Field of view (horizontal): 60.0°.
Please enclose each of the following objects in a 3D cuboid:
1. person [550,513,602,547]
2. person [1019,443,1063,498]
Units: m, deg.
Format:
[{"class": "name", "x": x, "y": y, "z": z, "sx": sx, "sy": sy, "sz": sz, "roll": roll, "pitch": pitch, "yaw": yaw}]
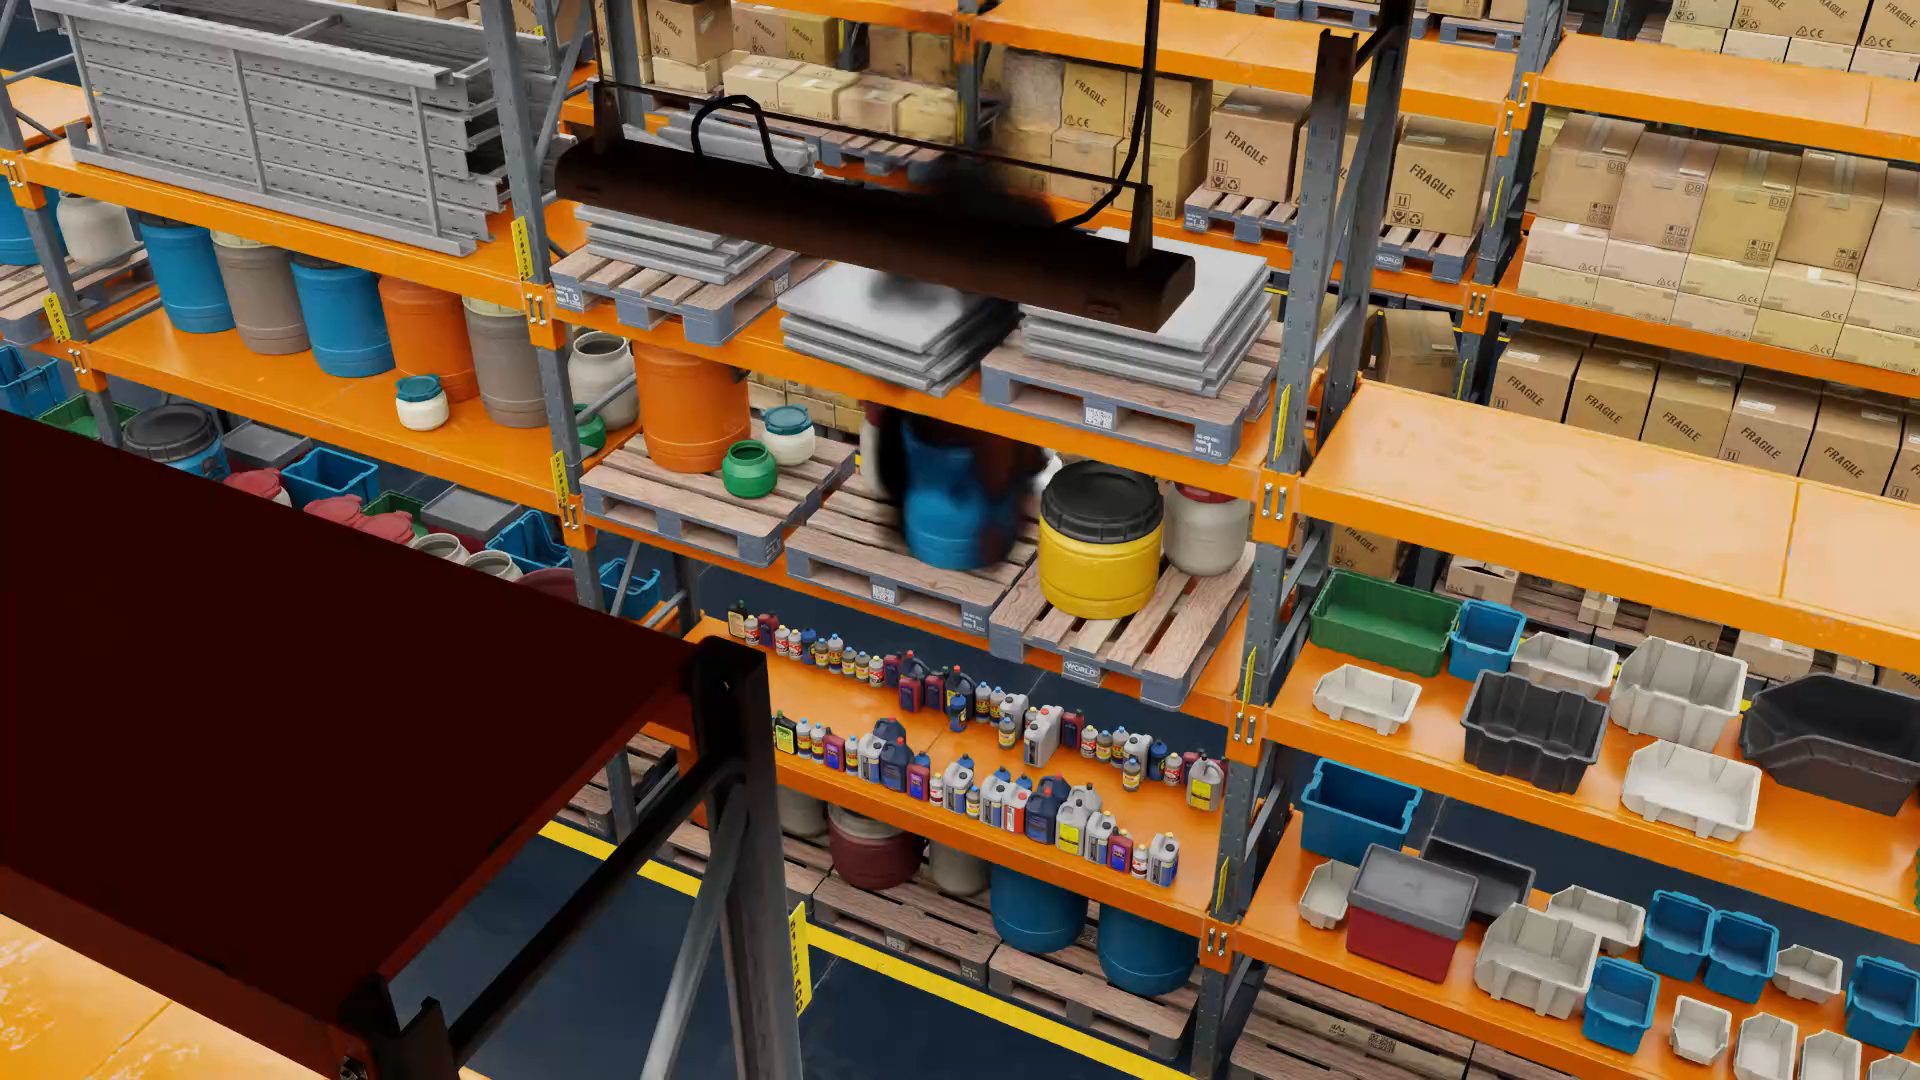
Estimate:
[{"class": "person", "x": -2.988, "y": -0.067, "z": 12.618, "sx": 0.671, "sy": 1.580, "sz": 0.561, "roll": 20, "pitch": 40, "yaw": 26}, {"class": "person", "x": 0.565, "y": -0.044, "z": 12.406, "sx": 0.892, "sy": 1.759, "sz": 0.701, "roll": 11, "pitch": 37, "yaw": 16}]
